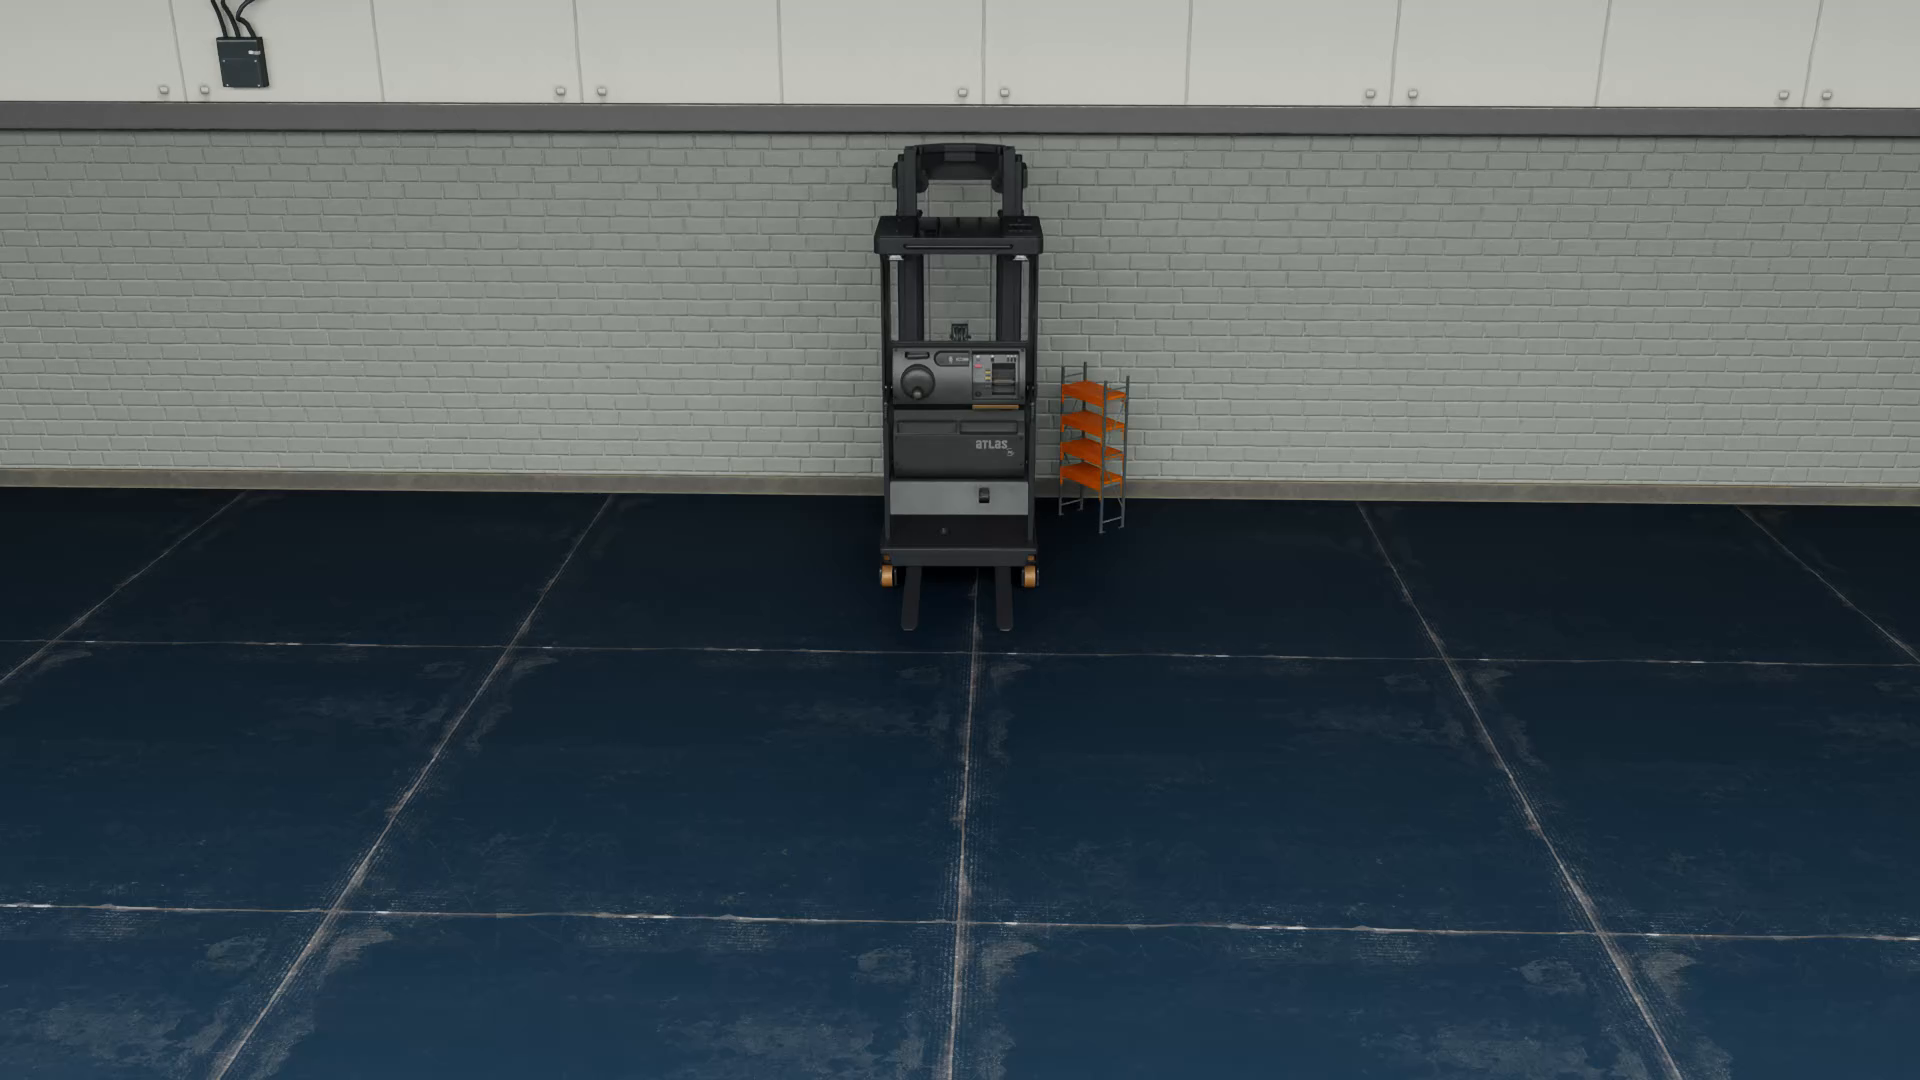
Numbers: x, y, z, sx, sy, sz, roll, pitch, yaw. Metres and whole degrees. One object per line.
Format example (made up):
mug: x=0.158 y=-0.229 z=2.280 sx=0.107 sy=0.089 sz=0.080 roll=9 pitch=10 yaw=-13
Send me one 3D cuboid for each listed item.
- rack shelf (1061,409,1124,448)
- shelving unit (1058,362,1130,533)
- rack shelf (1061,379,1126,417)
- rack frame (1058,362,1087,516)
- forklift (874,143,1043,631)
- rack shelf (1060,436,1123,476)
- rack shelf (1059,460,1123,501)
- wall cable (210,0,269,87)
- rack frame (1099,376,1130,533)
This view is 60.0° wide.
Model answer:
rack shelf: x=1.015 y=-0.853 z=12.637 sx=0.258 sy=0.148 sz=0.480 roll=-15 pitch=26 yaw=-34
shelving unit: x=1.015 y=-0.707 z=12.693 sx=0.258 sy=1.200 sz=0.503 roll=-15 pitch=26 yaw=-34
rack shelf: x=1.015 y=-1.074 z=12.551 sx=0.258 sy=0.148 sz=0.480 roll=-15 pitch=26 yaw=-34
rack frame: x=0.871 y=-0.779 z=12.877 sx=0.240 sy=1.200 sz=0.015 roll=-15 pitch=26 yaw=-34
forklift: x=-0.006 y=-1.140 z=11.416 sx=1.130 sy=2.935 sz=3.031 roll=0 pitch=21 yaw=0
rack shelf: x=1.015 y=-0.645 z=12.718 sx=0.258 sy=0.148 sz=0.480 roll=-15 pitch=26 yaw=-34
rack shelf: x=1.015 y=-0.460 z=12.790 sx=0.258 sy=0.148 sz=0.480 roll=-15 pitch=26 yaw=-34
wall cable: x=-4.324 y=-6.165 z=11.276 sx=2.305 sy=6.003 sz=0.169 roll=1 pitch=21 yaw=2
rack frame: x=1.160 y=-0.636 z=12.510 sx=0.240 sy=1.200 sz=0.015 roll=-15 pitch=26 yaw=-34
